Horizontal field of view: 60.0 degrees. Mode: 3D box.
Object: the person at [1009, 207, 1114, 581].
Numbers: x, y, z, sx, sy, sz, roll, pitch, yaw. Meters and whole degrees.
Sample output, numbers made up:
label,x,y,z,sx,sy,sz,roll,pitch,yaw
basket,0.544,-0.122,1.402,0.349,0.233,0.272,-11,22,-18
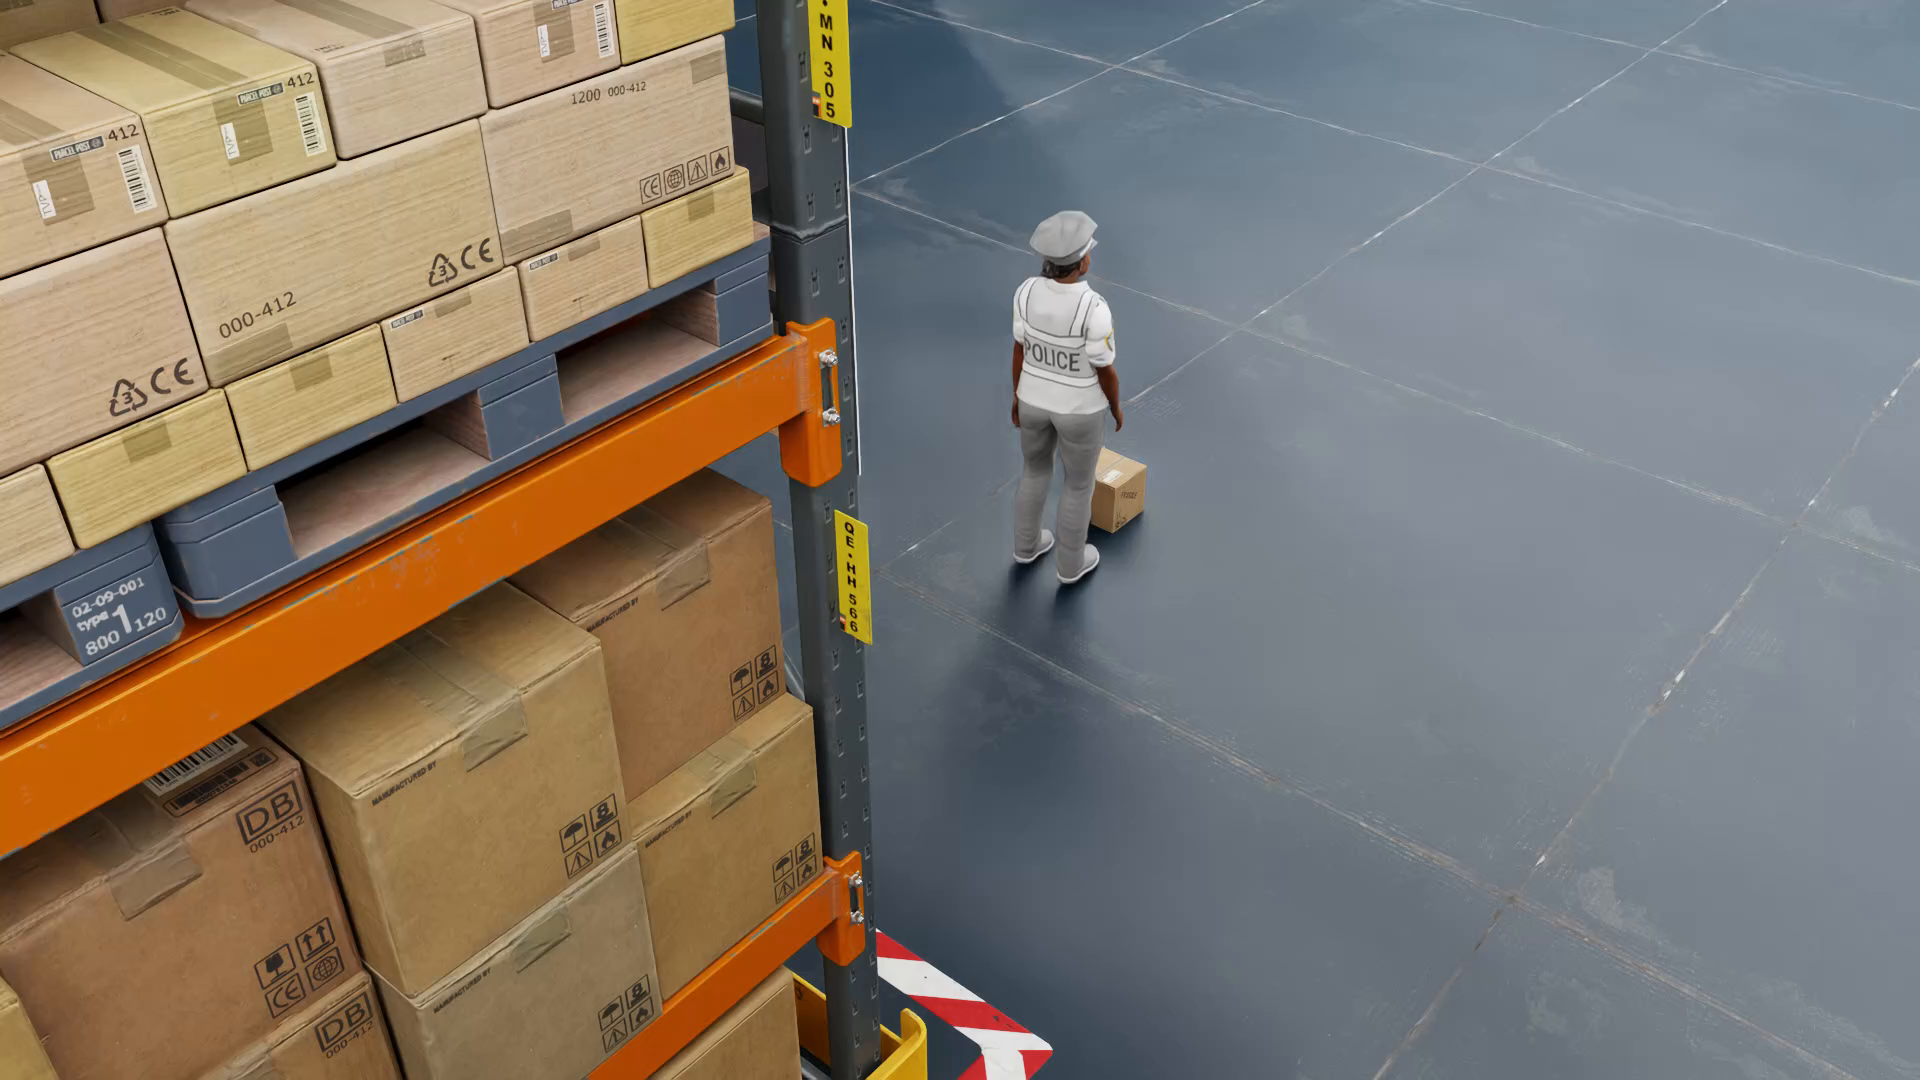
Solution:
label,x,y,z,sx,sy,sz,roll,pitch,yaw
person,0.420,-0.584,6.910,0.464,1.703,0.390,20,40,26
